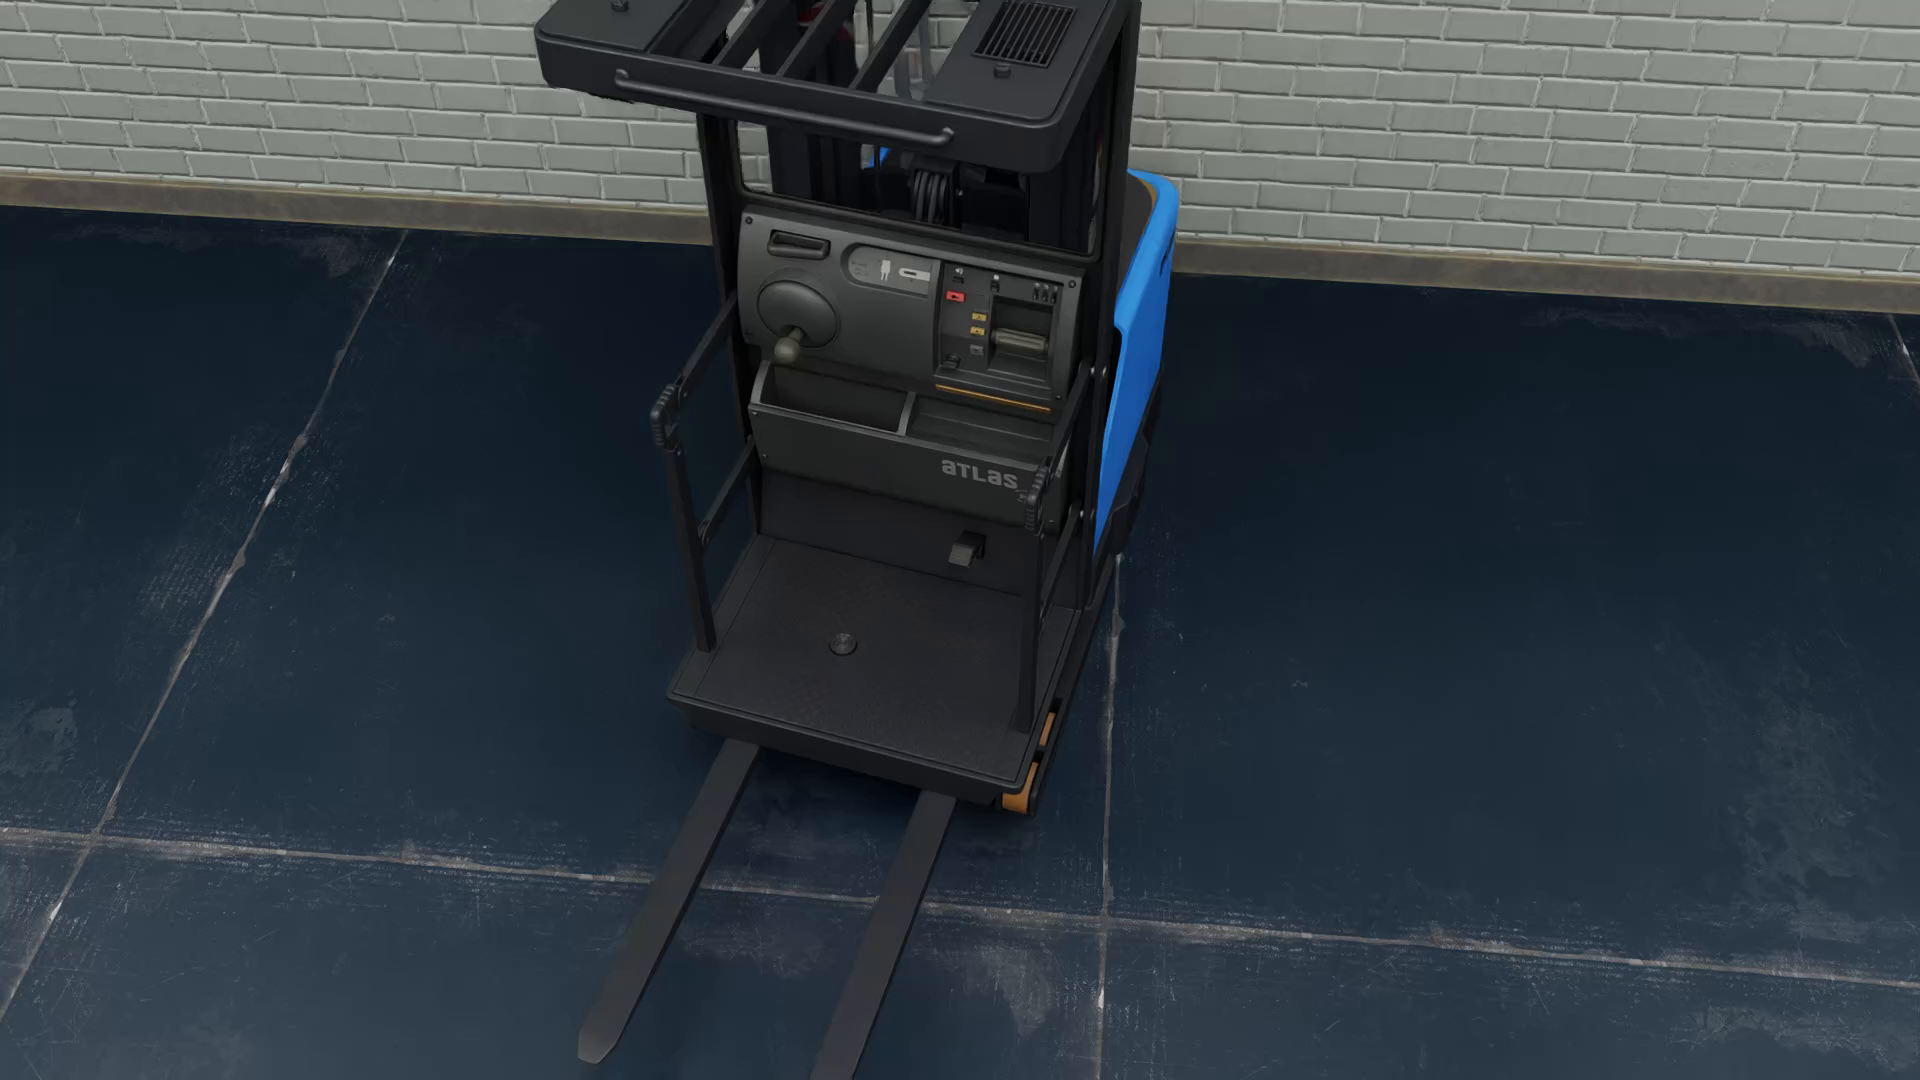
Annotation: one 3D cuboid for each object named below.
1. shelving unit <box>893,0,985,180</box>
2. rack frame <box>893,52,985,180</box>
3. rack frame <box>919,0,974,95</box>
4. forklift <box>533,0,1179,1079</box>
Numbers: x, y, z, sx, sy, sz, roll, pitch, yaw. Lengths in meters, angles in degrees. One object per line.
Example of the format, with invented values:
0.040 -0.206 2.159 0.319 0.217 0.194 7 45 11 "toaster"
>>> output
0.103 -1.282 5.867 0.587 1.500 1.083 -1 44 3 "shelving unit"
0.087 -0.921 5.497 0.500 1.500 0.032 -1 44 3 "rack frame"
0.118 -1.631 6.224 0.500 1.500 0.032 -1 44 3 "rack frame"
-0.206 -0.508 4.229 1.130 2.935 3.031 13 49 12 "forklift"
